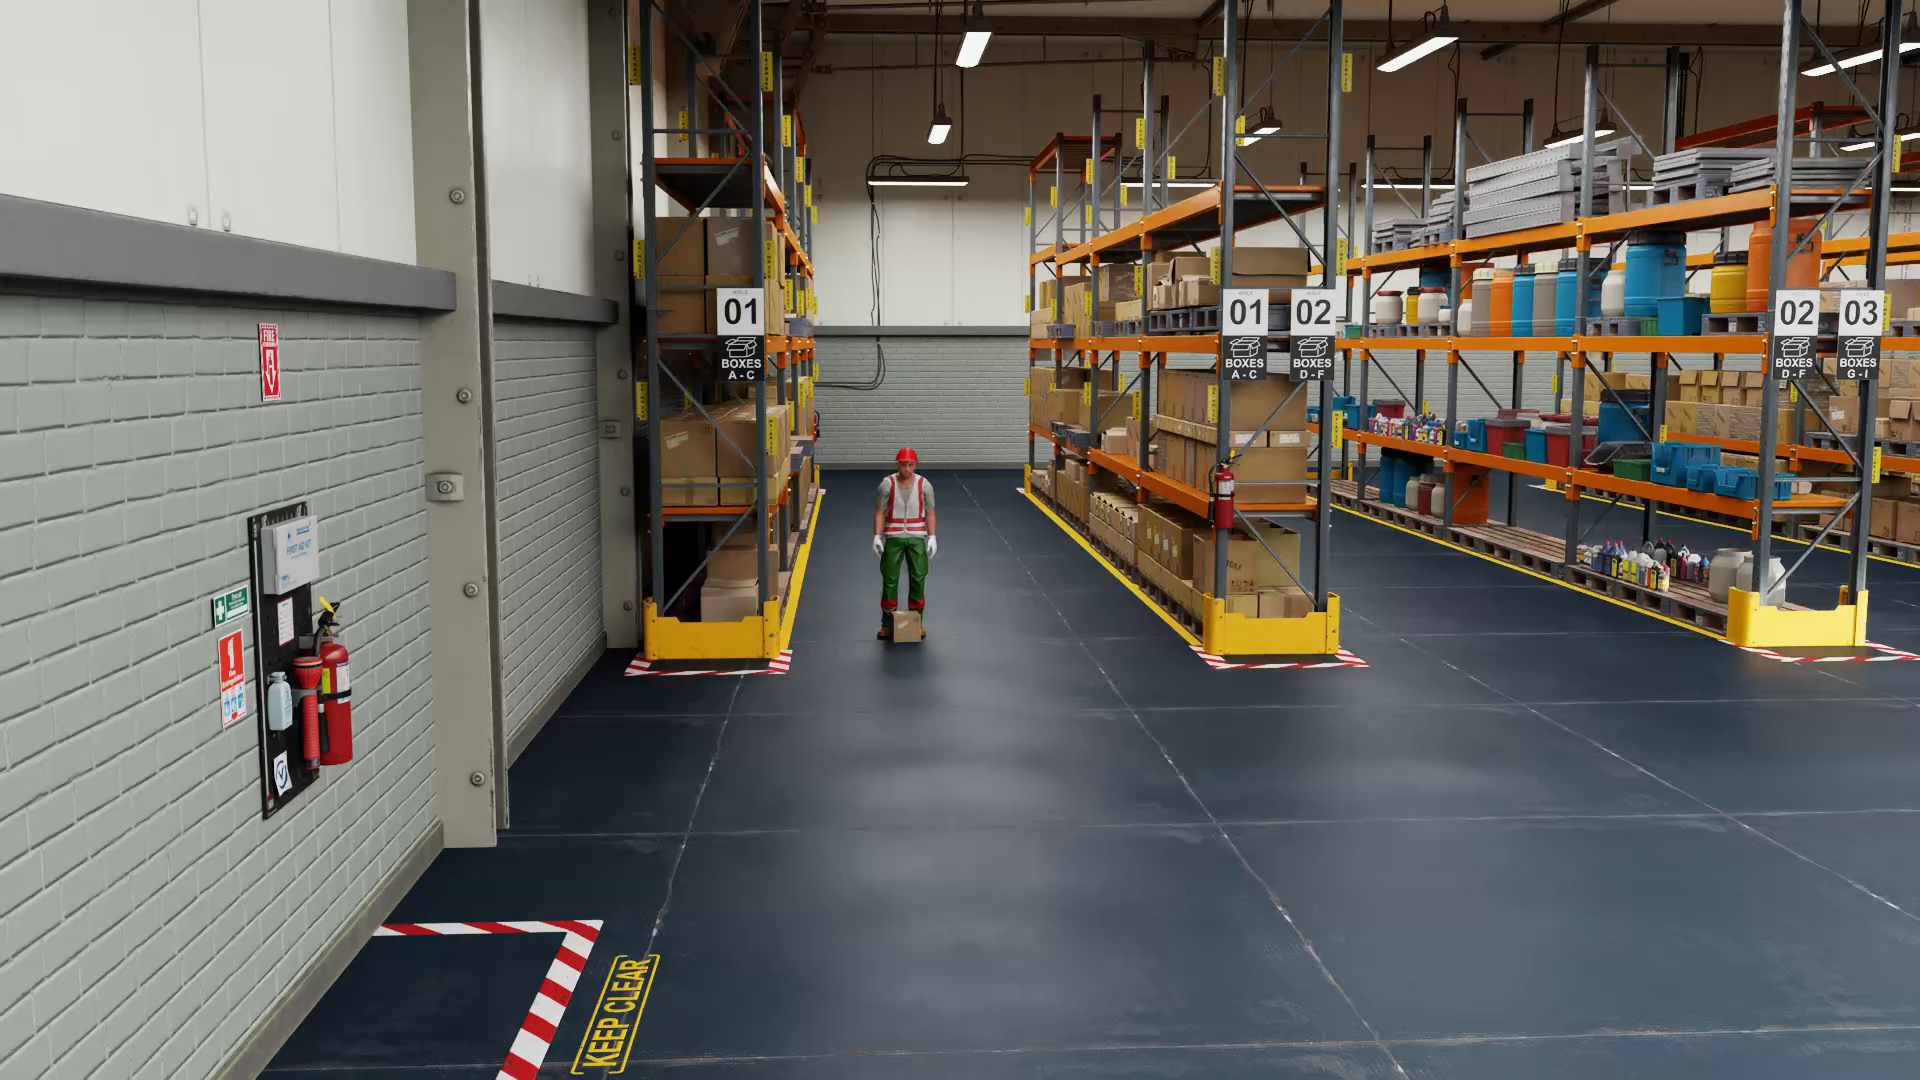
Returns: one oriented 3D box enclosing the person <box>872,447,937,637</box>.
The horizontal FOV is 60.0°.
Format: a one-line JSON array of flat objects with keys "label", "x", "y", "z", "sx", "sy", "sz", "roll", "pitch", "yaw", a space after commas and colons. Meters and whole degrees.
[{"label": "person", "x": -0.516, "y": 0.016, "z": 15.539, "sx": 0.608, "sy": 1.780, "sz": 0.448, "roll": 0, "pitch": 7, "yaw": -3}]
